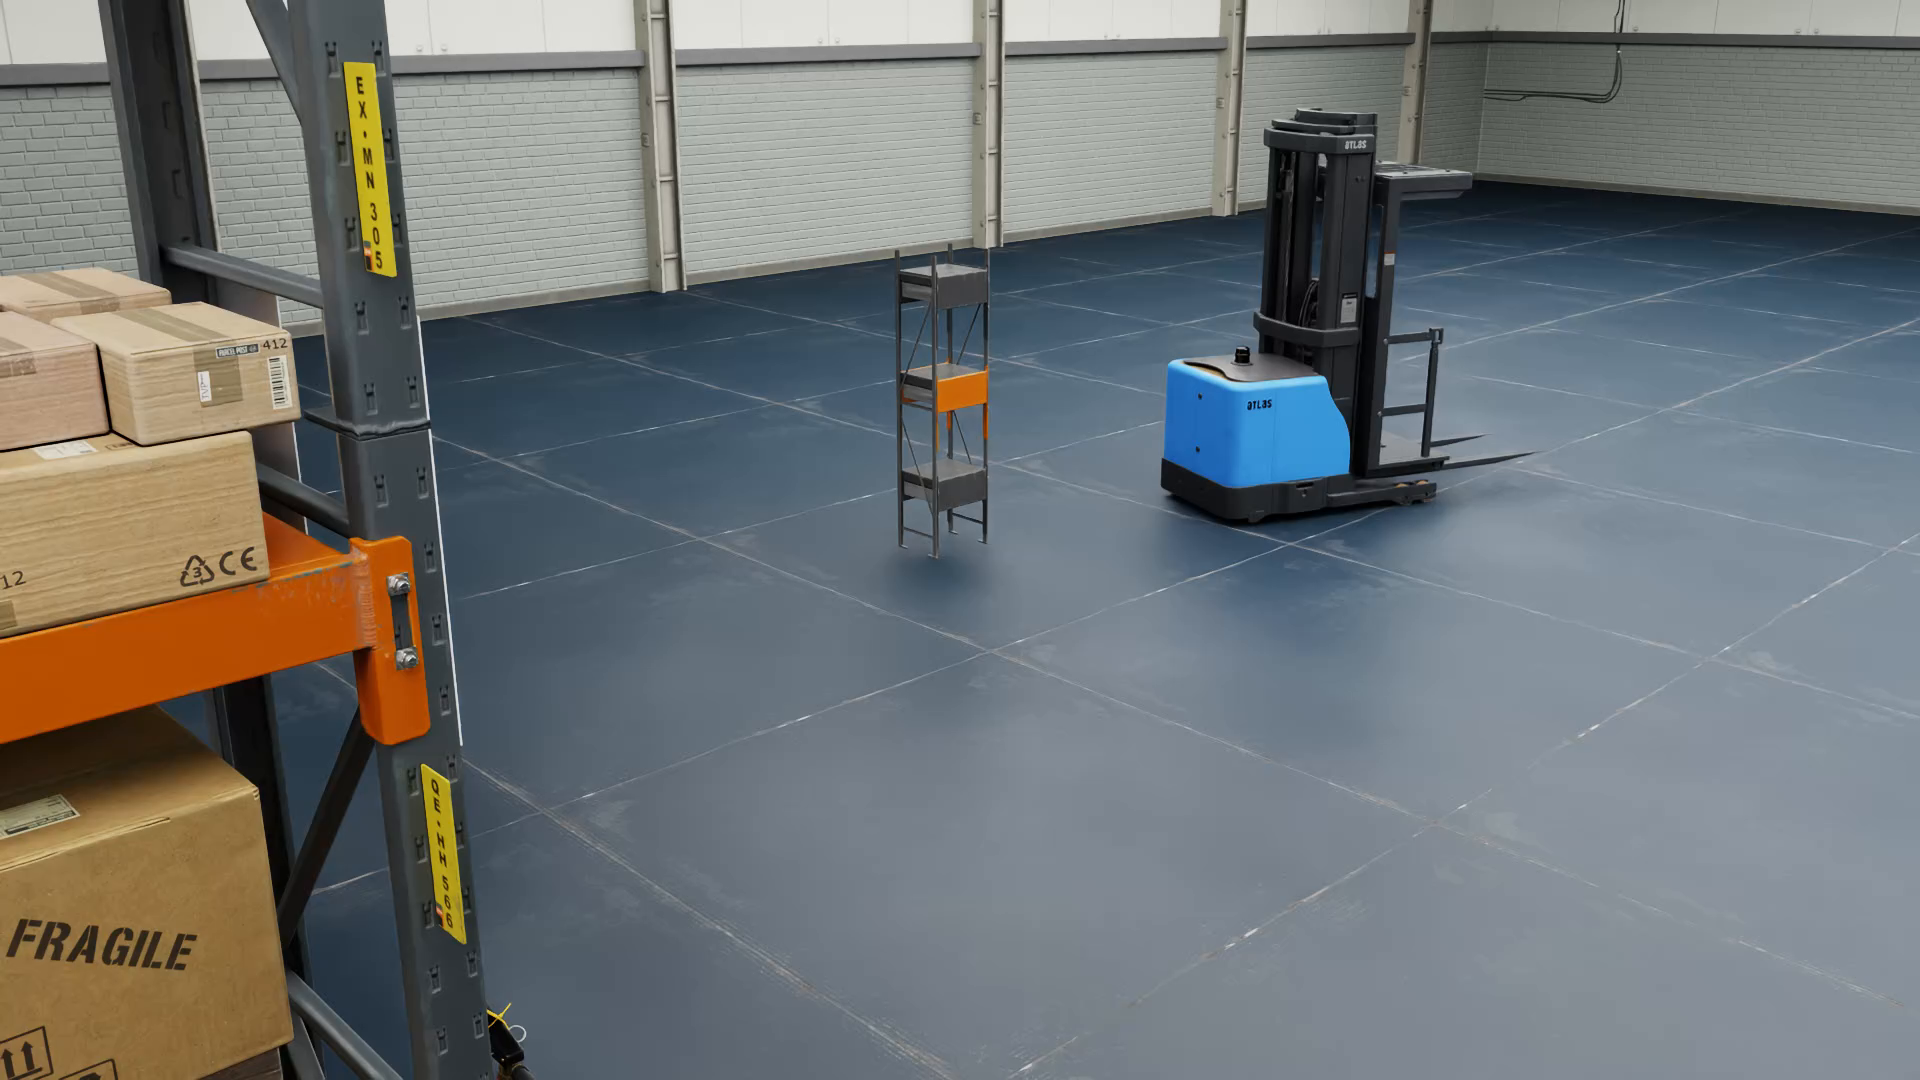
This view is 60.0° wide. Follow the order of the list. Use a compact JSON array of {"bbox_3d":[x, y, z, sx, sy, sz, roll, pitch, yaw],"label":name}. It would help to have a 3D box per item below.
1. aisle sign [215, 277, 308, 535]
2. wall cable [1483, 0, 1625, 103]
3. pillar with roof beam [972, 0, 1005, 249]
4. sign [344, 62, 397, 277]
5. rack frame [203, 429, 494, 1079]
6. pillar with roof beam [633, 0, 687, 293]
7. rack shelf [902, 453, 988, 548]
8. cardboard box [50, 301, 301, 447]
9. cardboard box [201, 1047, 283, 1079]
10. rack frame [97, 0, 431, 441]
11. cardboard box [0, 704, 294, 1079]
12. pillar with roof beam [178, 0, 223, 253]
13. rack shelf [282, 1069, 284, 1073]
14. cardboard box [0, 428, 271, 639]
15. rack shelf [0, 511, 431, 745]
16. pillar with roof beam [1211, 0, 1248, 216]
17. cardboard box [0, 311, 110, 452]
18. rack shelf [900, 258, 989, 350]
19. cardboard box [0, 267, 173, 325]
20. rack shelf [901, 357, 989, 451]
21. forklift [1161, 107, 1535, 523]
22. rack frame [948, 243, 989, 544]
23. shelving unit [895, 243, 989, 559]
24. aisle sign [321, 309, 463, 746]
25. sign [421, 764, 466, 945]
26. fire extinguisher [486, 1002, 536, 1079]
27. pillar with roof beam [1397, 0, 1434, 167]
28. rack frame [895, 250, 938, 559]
[{"bbox_3d":[-1.455,-0.179,3.458,0.004,0.787,0.394,-16,24,-41],"label":"aisle sign"},{"bbox_3d":[12.206,-10.310,34.229,0.112,2.526,3.097,-16,24,-41],"label":"wall cable"},{"bbox_3d":[3.396,-7.952,21.921,0.400,9.000,9.100,-16,24,-41],"label":"pillar with roof beam"},{"bbox_3d":[-0.928,-0.581,2.615,0.005,0.325,0.100,-16,24,-41],"label":"sign"},{"bbox_3d":[-1.294,1.138,3.611,0.127,3.000,1.000,-16,24,-41],"label":"rack frame"},{"bbox_3d":[-0.964,-6.681,17.999,0.400,9.000,9.100,-16,24,-41],"label":"pillar with roof beam"},{"bbox_3d":[-0.120,-0.285,11.773,0.480,0.518,0.431,-16,24,-41],"label":"rack shelf"},{"bbox_3d":[-1.282,-0.278,2.713,0.250,0.149,0.380,-16,24,-41],"label":"cardboard box"},{"bbox_3d":[-1.713,1.059,3.210,0.500,0.500,0.875,-16,24,-41],"label":"cardboard box"},{"bbox_3d":[-1.294,-1.716,2.686,0.127,3.000,1.000,-16,24,-41],"label":"rack frame"},{"bbox_3d":[-1.524,0.645,2.866,0.500,0.500,0.500,-16,24,-41],"label":"cardboard box"},{"bbox_3d":[-5.324,-5.409,14.078,0.400,9.000,9.100,-16,24,-41],"label":"pillar with roof beam"},{"bbox_3d":[-2.748,1.904,2.415,4.000,0.370,1.077,-16,24,-41],"label":"rack shelf"},{"bbox_3d":[-1.470,-0.058,2.681,0.500,0.250,0.500,-16,24,-40],"label":"cardboard box"},{"bbox_3d":[-2.748,0.477,1.953,4.000,0.370,1.077,-16,24,-41],"label":"rack shelf"},{"bbox_3d":[7.755,-9.223,25.842,0.400,9.000,9.100,-16,24,-41],"label":"pillar with roof beam"},{"bbox_3d":[-1.551,-0.250,2.624,0.380,0.149,0.250,17,25,42],"label":"cardboard box"},{"bbox_3d":[-0.120,-1.617,11.341,0.480,0.518,0.431,-16,24,-41],"label":"rack shelf"},{"bbox_3d":[-1.653,-0.401,3.090,0.250,0.149,0.380,-16,24,-41],"label":"cardboard box"},{"bbox_3d":[-0.120,-0.951,11.557,0.480,0.518,0.431,-16,24,-41],"label":"rack shelf"},{"bbox_3d":[3.139,-1.801,12.788,3.031,2.935,1.130,-8,19,-22],"label":"forklift"},{"bbox_3d":[0.057,-1.015,11.712,0.015,2.100,0.400,-16,24,-41],"label":"rack frame"},{"bbox_3d":[-0.120,-0.964,11.553,0.503,2.100,0.431,-16,24,-41],"label":"shelving unit"},{"bbox_3d":[-1.043,-0.045,3.044,0.004,0.787,0.394,-16,24,-41],"label":"aisle sign"},{"bbox_3d":[-0.928,0.565,2.987,0.005,0.325,0.100,-16,24,-41],"label":"sign"},{"bbox_3d":[-0.895,1.254,3.380,0.183,0.674,0.296,-16,24,-41],"label":"fire extinguisher"},{"bbox_3d":[12.115,-10.495,29.763,0.400,9.000,9.100,-16,24,-41],"label":"pillar with roof beam"},{"bbox_3d":[-0.298,-0.912,11.393,0.015,2.100,0.400,-16,24,-41],"label":"rack frame"}]
